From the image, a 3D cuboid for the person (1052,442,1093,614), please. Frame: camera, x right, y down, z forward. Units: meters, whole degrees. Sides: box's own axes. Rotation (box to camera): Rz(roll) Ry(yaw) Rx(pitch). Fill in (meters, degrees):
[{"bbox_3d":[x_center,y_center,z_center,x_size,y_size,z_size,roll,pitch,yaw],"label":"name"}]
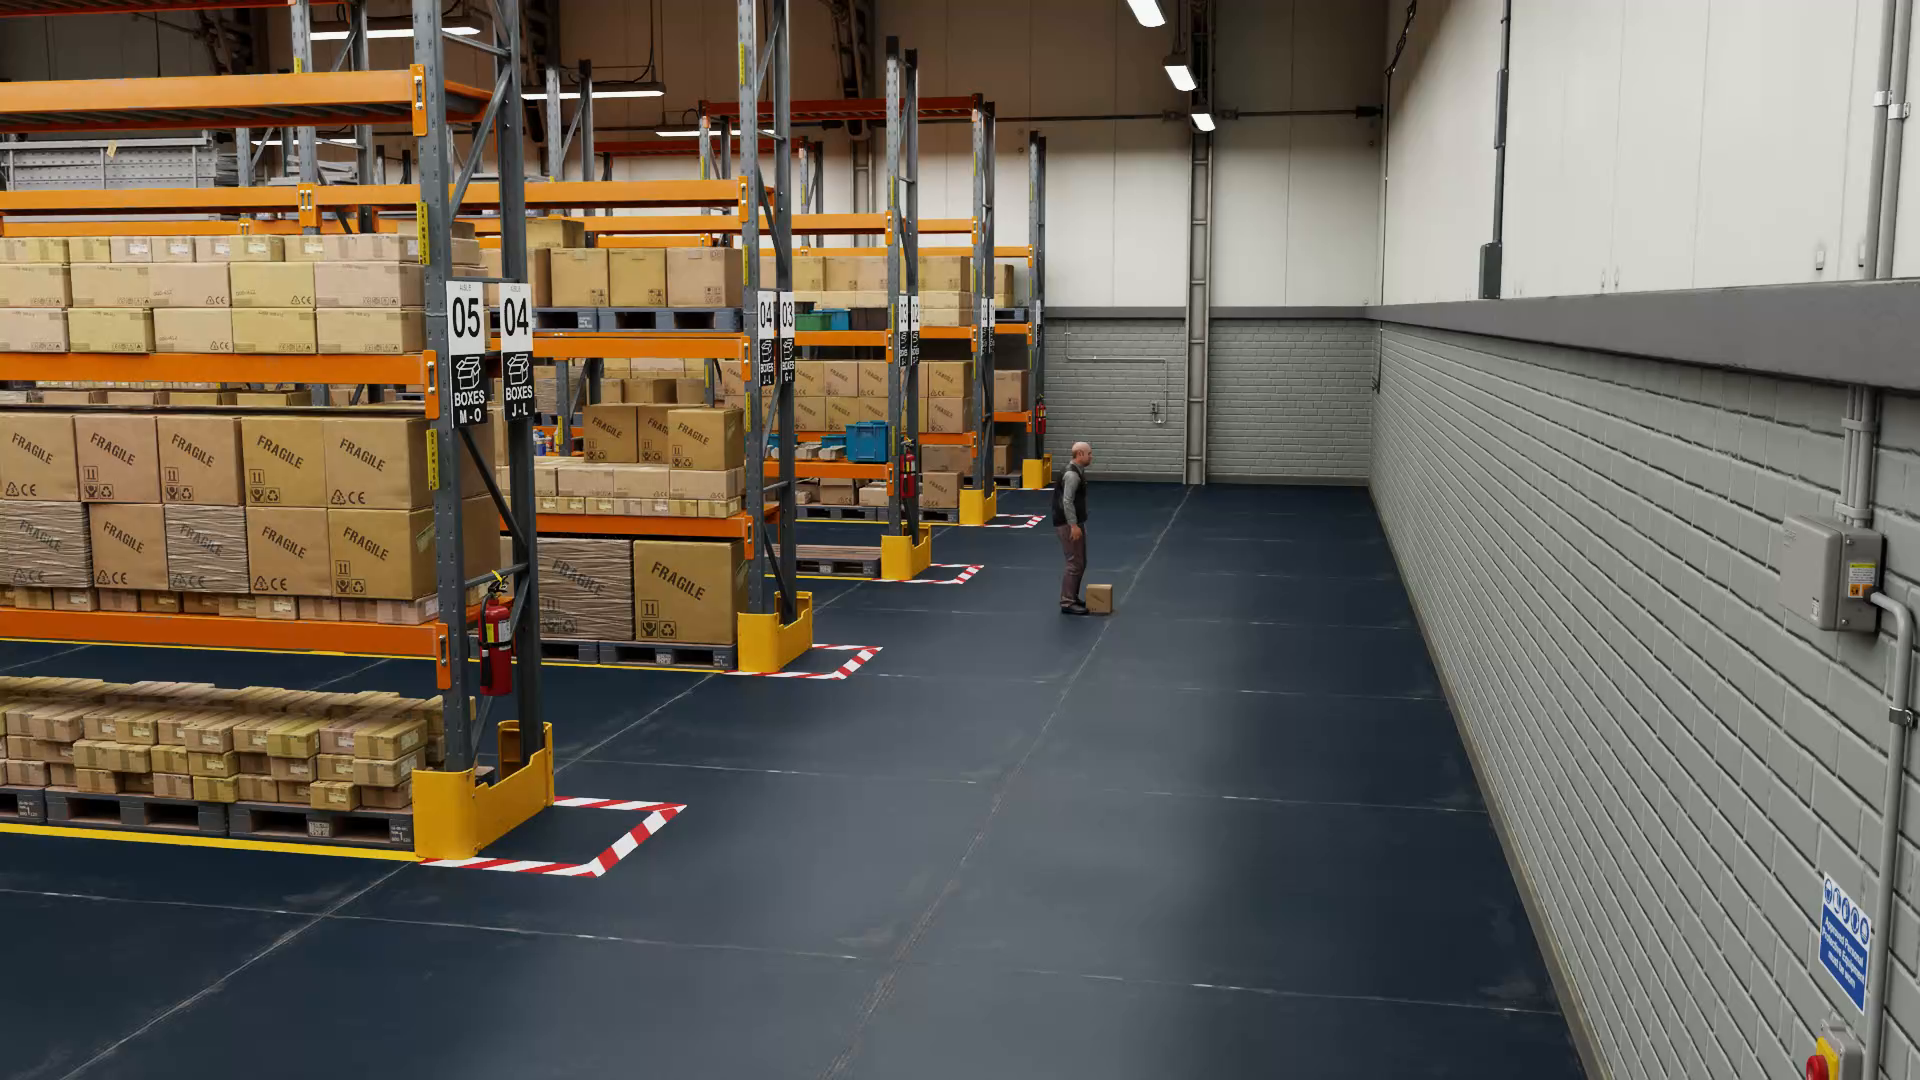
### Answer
[{"bbox_3d":[1.143,-0.140,16.905,0.414,1.721,0.580,2,8,11],"label":"person"}]
